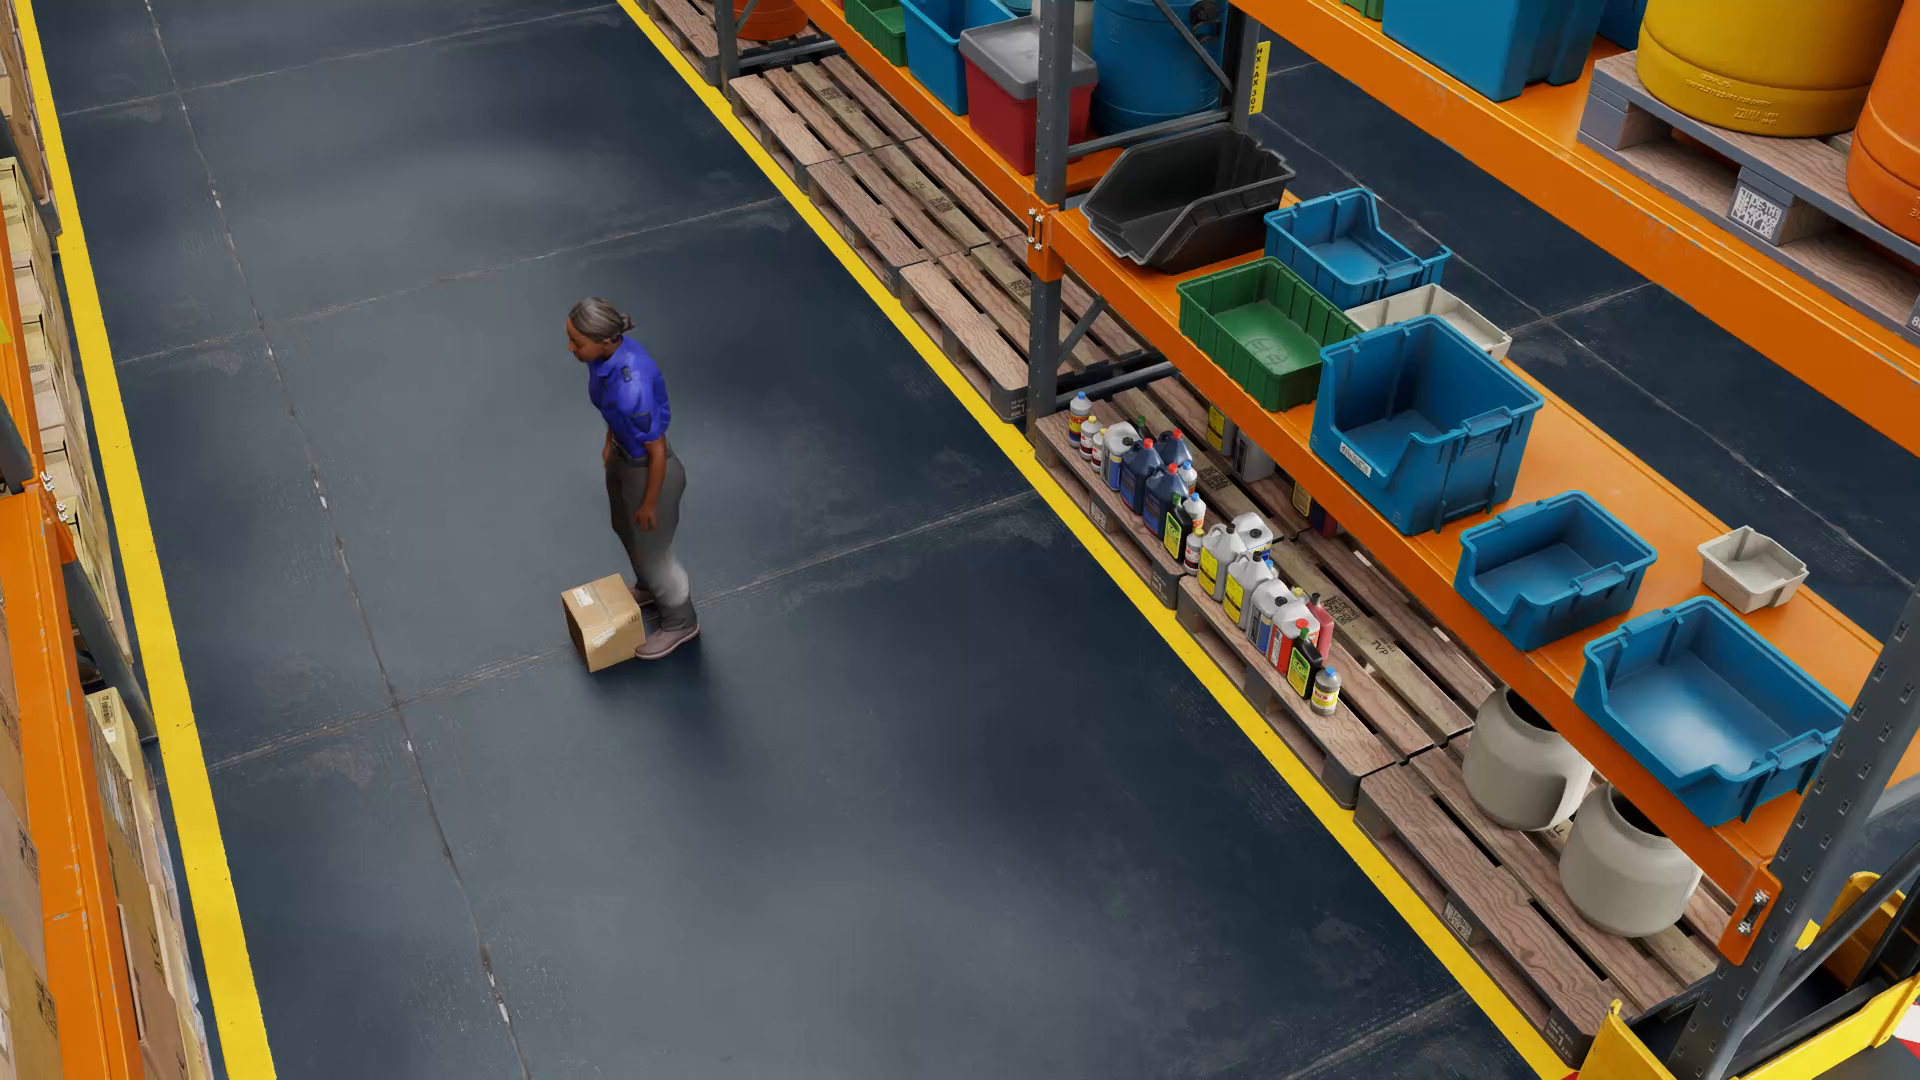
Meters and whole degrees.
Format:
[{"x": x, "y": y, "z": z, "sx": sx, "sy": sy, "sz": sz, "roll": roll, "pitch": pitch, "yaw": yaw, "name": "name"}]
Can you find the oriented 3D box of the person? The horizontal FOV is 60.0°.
[{"x": -1.262, "y": -0.264, "z": 6.461, "sx": 0.348, "sy": 1.655, "sz": 0.508, "roll": -19, "pitch": 45, "yaw": -20, "name": "person"}]
